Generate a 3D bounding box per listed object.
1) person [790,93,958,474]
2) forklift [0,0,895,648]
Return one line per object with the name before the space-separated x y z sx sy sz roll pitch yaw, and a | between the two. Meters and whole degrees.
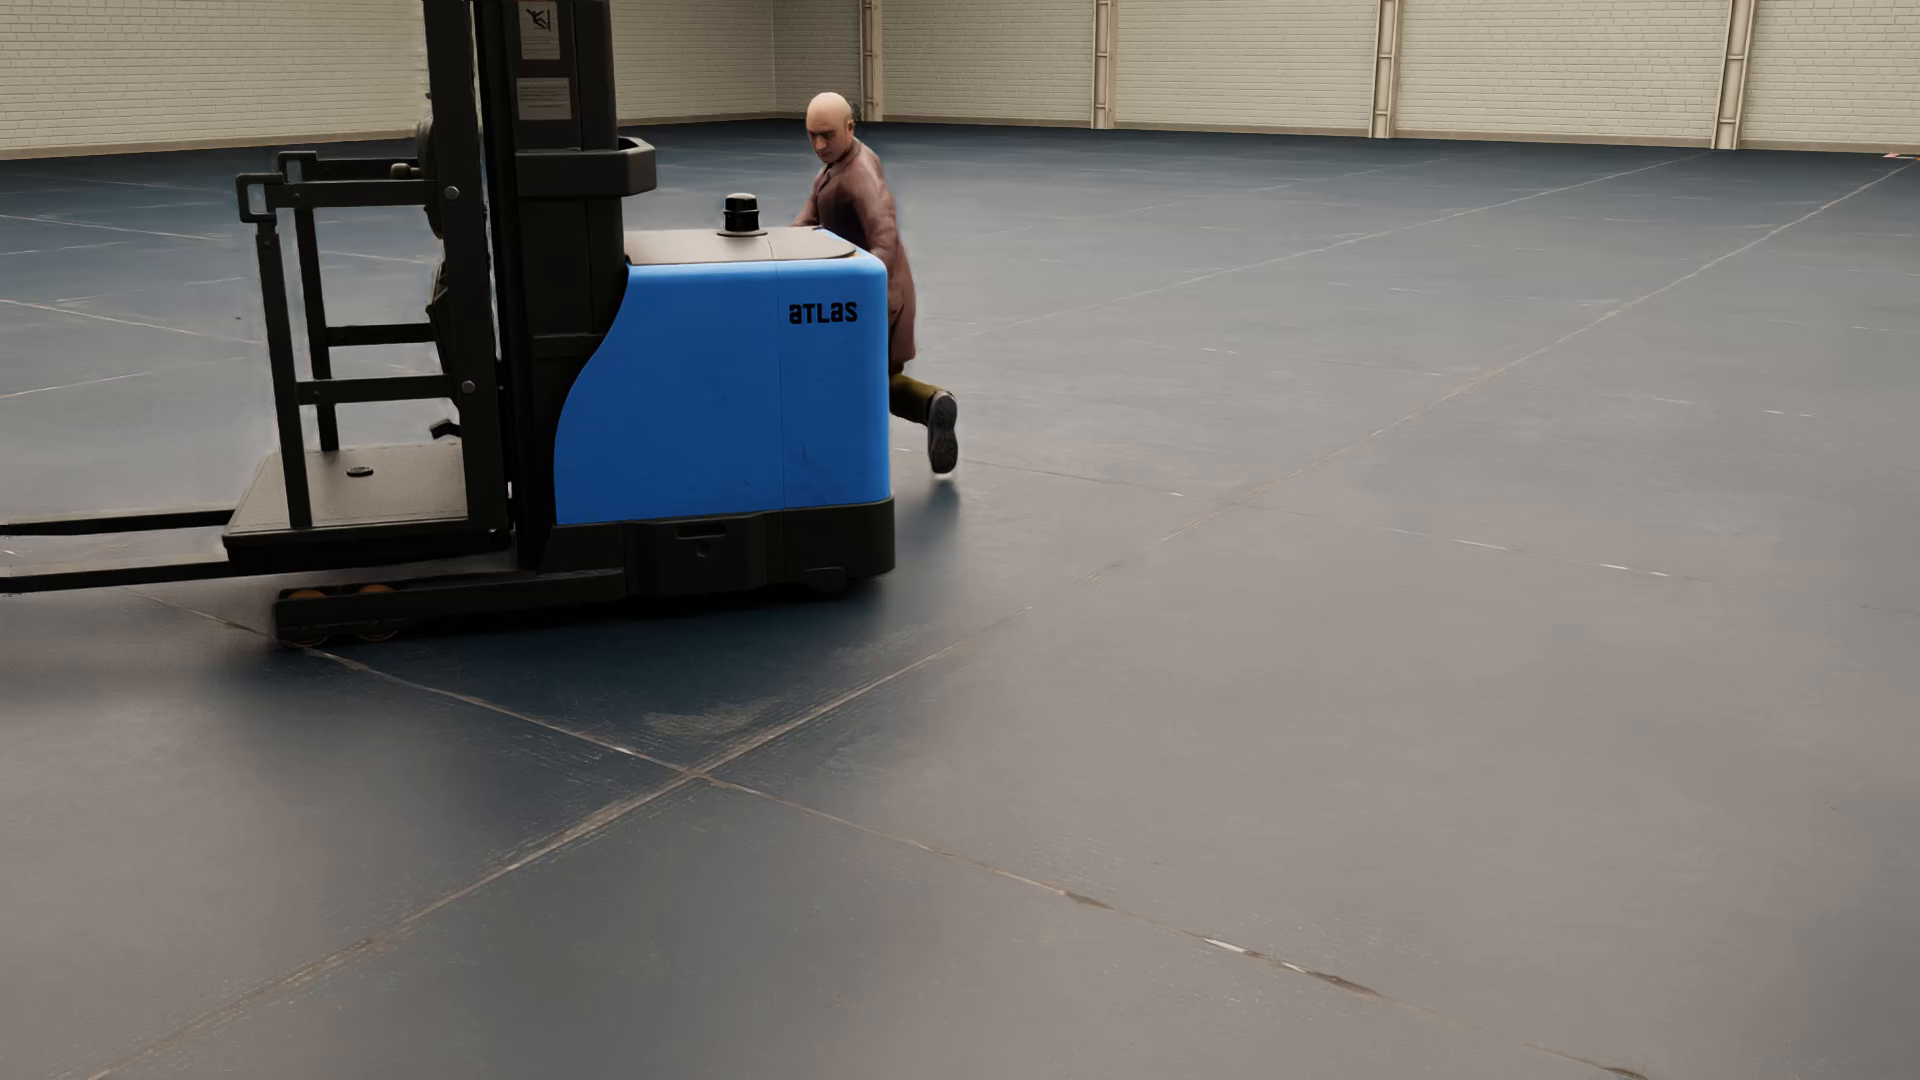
person | -0.404 -1.010 6.731 0.928 1.548 0.699 8 18 25
forklift | -1.786 -1.256 5.033 3.031 2.935 1.130 -5 17 -15
